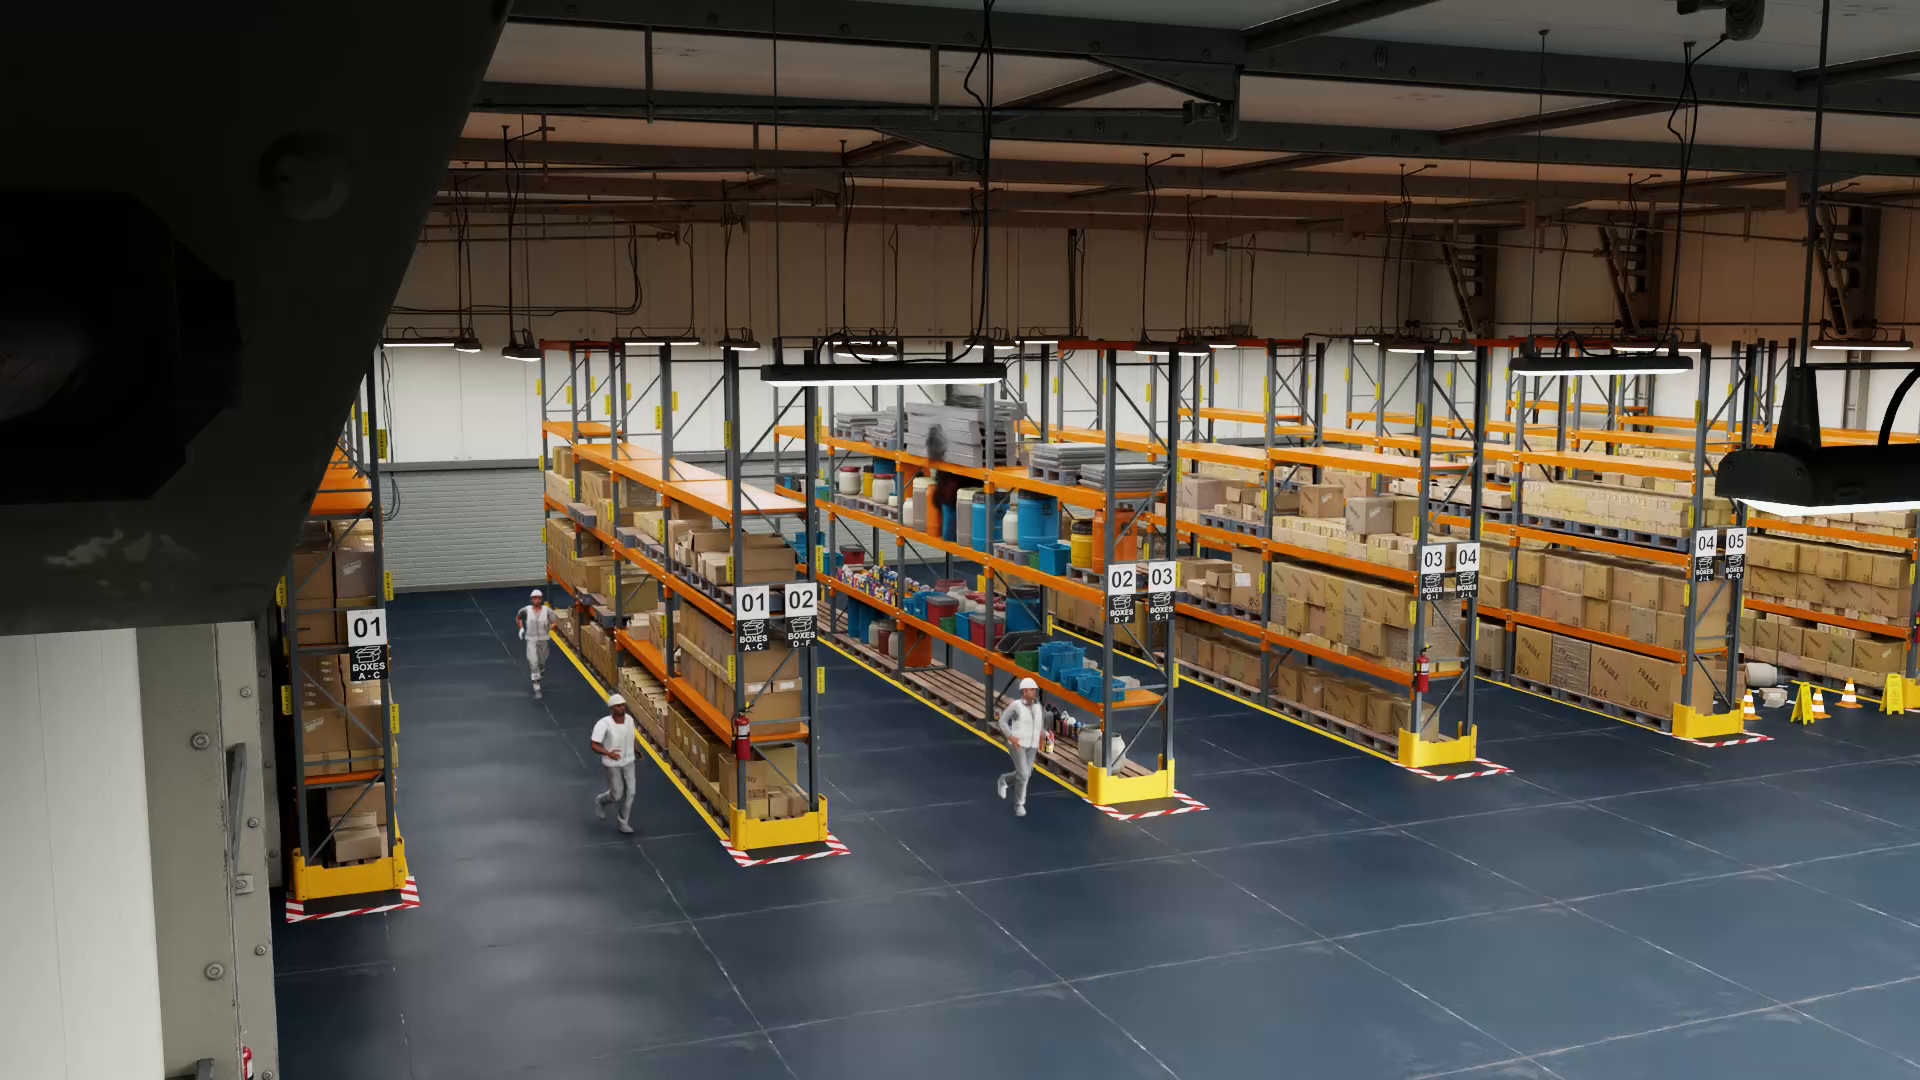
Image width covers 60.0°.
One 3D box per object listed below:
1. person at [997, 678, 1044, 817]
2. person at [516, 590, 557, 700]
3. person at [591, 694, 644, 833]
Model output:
[{"bbox_3d":[0.818,2.657,21.799,0.713,1.732,0.756,-6,9,-37],"label":"person"},{"bbox_3d":[-7.209,1.740,28.395,0.652,1.805,0.983,-3,8,-21],"label":"person"},{"bbox_3d":[-4.301,2.775,20.827,0.687,1.728,0.699,7,10,44],"label":"person"}]
